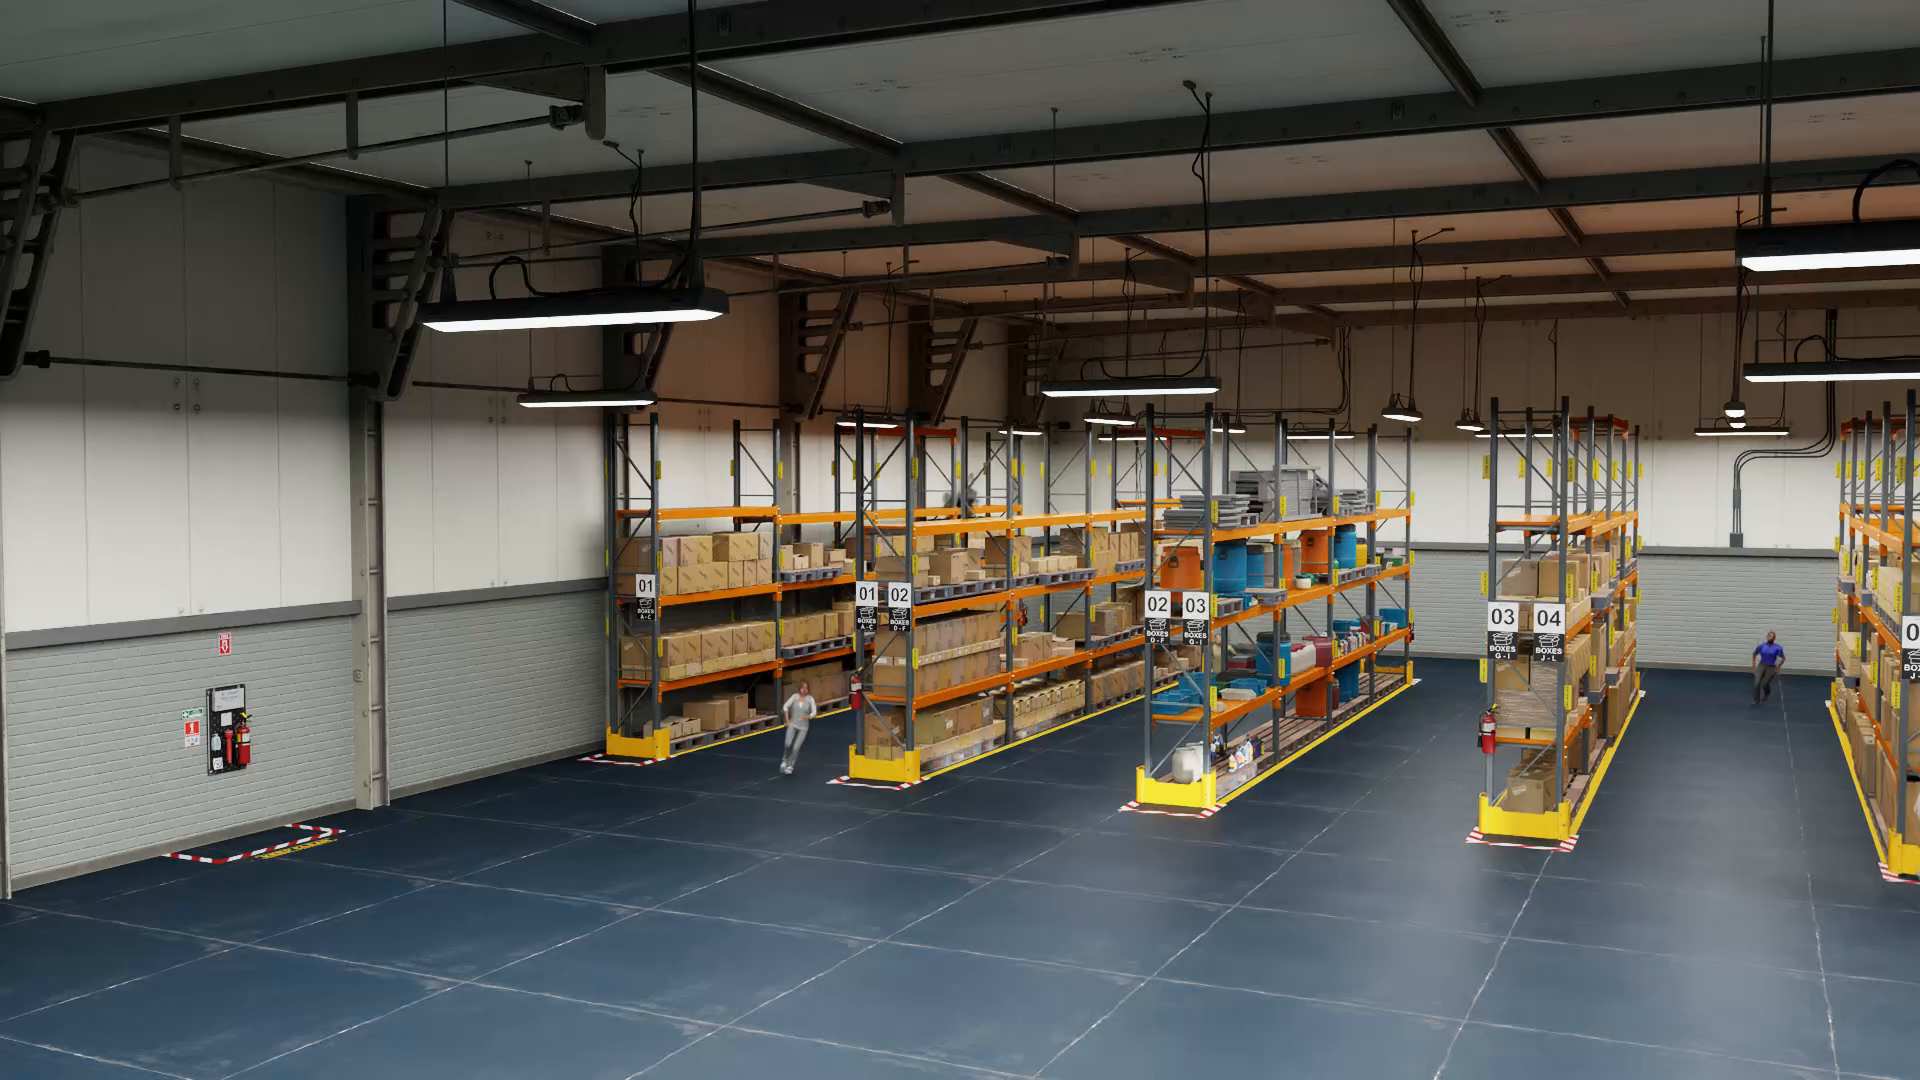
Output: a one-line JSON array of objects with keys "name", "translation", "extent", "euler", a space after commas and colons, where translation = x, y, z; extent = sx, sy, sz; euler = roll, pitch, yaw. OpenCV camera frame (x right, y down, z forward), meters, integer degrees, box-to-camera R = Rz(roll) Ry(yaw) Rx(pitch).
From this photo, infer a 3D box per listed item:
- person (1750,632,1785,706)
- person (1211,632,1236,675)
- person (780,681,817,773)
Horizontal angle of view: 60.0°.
[{"name": "person", "translation": [17.105, 2.735, 35.220], "extent": [0.623, 1.591, 0.522], "euler": [2, 3, 41]}, {"name": "person", "translation": [5.362, 2.736, 34.303], "extent": [0.562, 1.677, 0.748], "euler": [1, 3, 26]}, {"name": "person", "translation": [-2.656, 3.080, 27.339], "extent": [0.612, 1.527, 0.562], "euler": [0, 2, -2]}]
